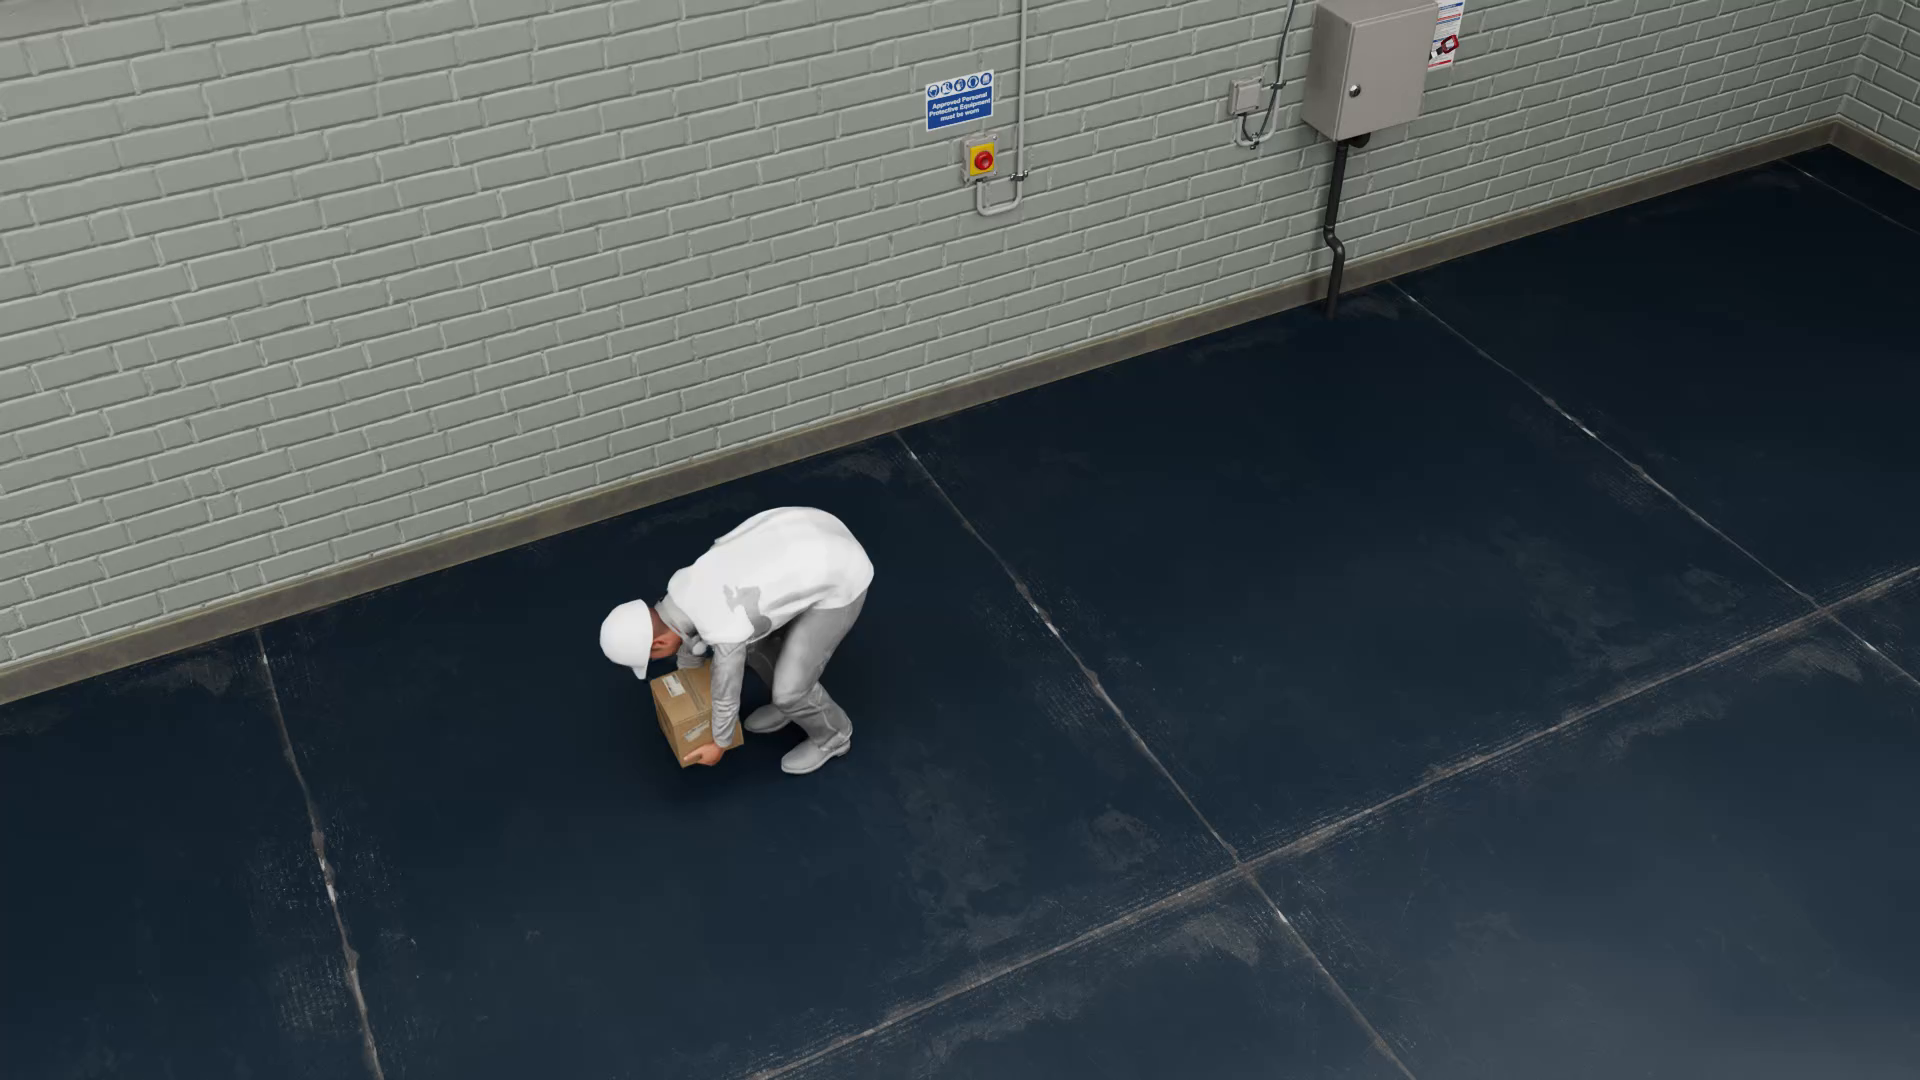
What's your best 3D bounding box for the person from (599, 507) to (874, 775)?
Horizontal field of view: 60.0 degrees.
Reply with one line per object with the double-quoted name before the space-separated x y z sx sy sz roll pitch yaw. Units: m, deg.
"person" -0.805 0.438 6.164 1.011 1.078 0.477 -21 45 -22
